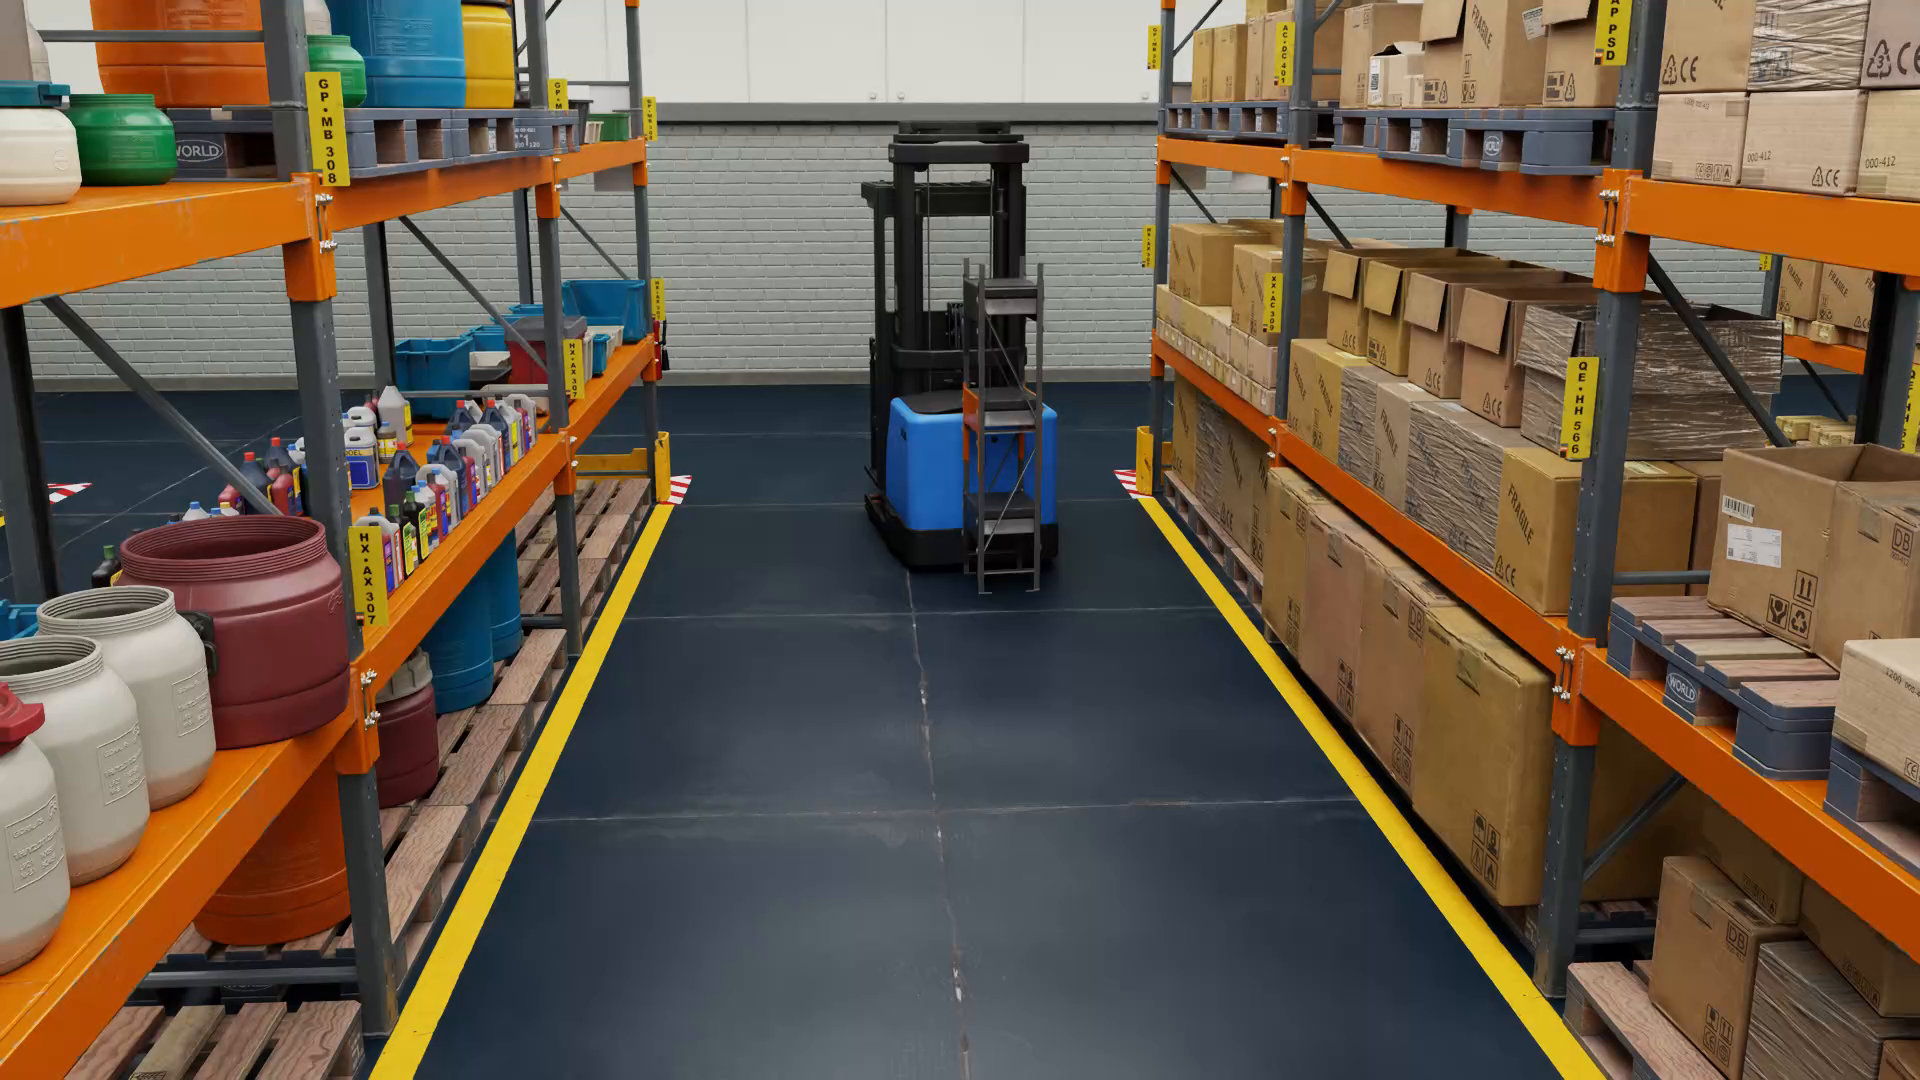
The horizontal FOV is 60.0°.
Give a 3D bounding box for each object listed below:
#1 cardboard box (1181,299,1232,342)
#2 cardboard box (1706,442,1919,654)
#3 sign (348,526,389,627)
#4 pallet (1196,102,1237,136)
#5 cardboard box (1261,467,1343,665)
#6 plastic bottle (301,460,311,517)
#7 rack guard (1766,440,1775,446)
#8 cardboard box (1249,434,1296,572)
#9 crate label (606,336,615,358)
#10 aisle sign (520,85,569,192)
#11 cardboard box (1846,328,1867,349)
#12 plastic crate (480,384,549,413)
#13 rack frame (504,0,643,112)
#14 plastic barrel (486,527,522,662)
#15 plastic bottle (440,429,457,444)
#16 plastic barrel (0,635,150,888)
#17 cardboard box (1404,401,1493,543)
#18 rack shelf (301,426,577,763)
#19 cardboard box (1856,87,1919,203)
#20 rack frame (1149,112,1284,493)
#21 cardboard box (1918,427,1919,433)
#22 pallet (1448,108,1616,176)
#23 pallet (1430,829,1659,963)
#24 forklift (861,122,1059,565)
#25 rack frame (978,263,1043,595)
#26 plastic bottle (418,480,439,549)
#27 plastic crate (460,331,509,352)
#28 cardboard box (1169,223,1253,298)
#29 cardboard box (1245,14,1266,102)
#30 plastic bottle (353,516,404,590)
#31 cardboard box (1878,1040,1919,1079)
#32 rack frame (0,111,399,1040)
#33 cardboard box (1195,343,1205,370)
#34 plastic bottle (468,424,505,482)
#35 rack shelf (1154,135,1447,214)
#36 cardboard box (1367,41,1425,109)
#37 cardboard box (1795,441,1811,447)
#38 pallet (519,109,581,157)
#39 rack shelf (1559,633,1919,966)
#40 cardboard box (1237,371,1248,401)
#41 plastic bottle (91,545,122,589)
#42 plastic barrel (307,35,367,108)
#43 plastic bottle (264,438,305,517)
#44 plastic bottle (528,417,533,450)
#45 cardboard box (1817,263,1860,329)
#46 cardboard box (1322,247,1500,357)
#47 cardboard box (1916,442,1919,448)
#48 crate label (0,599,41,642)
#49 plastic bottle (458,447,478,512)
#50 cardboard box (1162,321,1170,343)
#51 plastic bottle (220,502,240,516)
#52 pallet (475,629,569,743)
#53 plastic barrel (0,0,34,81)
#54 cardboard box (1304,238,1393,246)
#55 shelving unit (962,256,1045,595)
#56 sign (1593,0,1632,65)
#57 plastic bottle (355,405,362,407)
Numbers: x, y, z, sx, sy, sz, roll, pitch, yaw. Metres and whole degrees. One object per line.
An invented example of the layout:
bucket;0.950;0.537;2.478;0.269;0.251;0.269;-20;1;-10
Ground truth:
cardboard box;1.867;-1.554;11.752;0.500;0.250;0.500;-1;14;-5
cardboard box;2.609;0.011;4.922;0.500;0.500;0.500;-3;15;-10
sign;-1.859;0.116;5.228;0.100;0.325;0.005;-1;14;-3
pallet;2.175;-2.782;10.977;1.003;0.211;1.213;-1;14;-3
cardboard box;2.348;0.119;8.967;1.225;0.875;0.875;-1;14;-3
plastic bottle;-2.799;-0.243;7.208;0.097;0.271;0.097;0;14;0
rack guard;7.002;-0.683;13.677;1.175;0.500;0.348;-1;14;-3
cardboard box;2.327;-0.206;10.227;0.875;0.875;0.875;-1;14;-3
crate label;-2.627;-1.344;11.641;0.396;0.136;0.243;-1;14;-3
aisle sign;-3.204;-3.057;12.669;0.394;0.787;0.004;-1;14;-3
cardboard box;6.863;-1.512;12.388;0.380;0.149;0.250;0;14;-1
plastic crate;-2.542;-0.809;9.559;0.396;0.136;0.243;-1;14;-3
rack frame;-2.903;-4.690;12.194;1.000;3.000;0.127;-1;14;-3
plastic barrel;-2.639;0.159;8.757;0.600;0.901;0.708;-1;14;-3
plastic bottle;-2.369;-0.378;7.733;0.097;0.271;0.097;0;14;0
plastic barrel;-2.105;0.508;3.806;0.421;0.512;0.421;0;14;0
cardboard box;2.198;-0.292;6.940;0.500;0.500;0.500;-1;14;-5
rack shelf;-2.531;0.056;7.232;1.077;0.370;4.000;-1;14;-3
cardboard box;2.384;-0.875;3.689;0.500;0.250;0.500;-1;14;-2
rack frame;2.040;-1.861;13.239;1.000;3.000;0.127;-1;14;-3
cardboard box;7.384;-0.769;12.682;0.380;0.149;0.250;-1;14;-5
pallet;2.443;-1.392;5.775;1.213;0.211;1.003;0;14;-1
pallet;2.562;1.282;6.620;1.003;0.211;1.213;-1;14;-3
forklift;-0.119;-1.572;12.253;1.130;2.935;3.031;-3;15;-11
rack frame;0.315;-0.676;10.438;0.400;2.100;0.015;-3;15;-11
plastic bottle;-2.149;-0.104;6.669;0.097;0.271;0.097;0;14;0
plastic crate;-3.116;-1.264;11.134;0.416;0.233;0.300;-1;14;-3
cardboard box;1.831;-2.047;12.163;0.500;0.500;0.500;-1;14;-5
cardboard box;2.151;-2.946;10.194;0.700;0.500;0.500;0;14;-1
plastic bottle;-2.140;0.038;6.109;0.152;0.276;0.135;-1;14;-3
cardboard box;2.686;1.571;4.033;0.700;0.500;0.500;0;14;1
rack frame;-2.408;0.205;5.209;1.000;3.000;0.127;-1;14;-3
cardboard box;1.829;-1.263;11.420;0.380;0.149;0.250;-1;14;-5
plastic bottle;-2.254;-0.420;7.888;0.152;0.276;0.135;-1;14;-3
rack shelf;2.164;-2.468;11.021;1.077;0.370;4.000;-1;14;-3
cardboard box;2.266;-2.205;7.891;0.500;0.311;0.500;-1;14;-5
cardboard box;6.734;-0.676;12.914;0.380;0.149;0.250;-1;14;-4
pallet;-2.509;-1.957;7.973;1.213;0.211;1.003;-1;14;-3
rack shelf;2.660;0.975;3.662;1.077;0.370;4.000;-1;14;-3
cardboard box;1.910;-0.943;10.176;0.380;0.149;0.250;-1;14;-4
plastic bottle;-2.858;0.168;5.589;0.061;0.283;0.133;-1;14;-3
plastic barrel;-2.244;-1.643;5.840;0.294;0.245;0.294;0;14;0
plastic bottle;-2.917;-0.268;7.149;0.144;0.351;0.185;-1;14;-3
plastic bottle;-2.274;-0.572;8.628;0.097;0.201;0.097;0;14;0
cardboard box;6.808;-1.856;12.423;0.500;0.500;0.500;-1;14;-3
cardboard box;2.336;-1.241;8.618;0.797;0.503;0.637;-1;14;-5
cardboard box;6.821;-0.627;12.127;0.380;0.149;0.250;0;14;-1
crate label;-2.616;0.439;4.228;0.502;0.435;0.616;-1;14;-3
plastic bottle;-2.172;-0.276;7.312;0.061;0.283;0.133;-1;14;-3
cardboard box;1.750;-1.582;12.659;0.380;0.149;0.250;-1;14;-4
plastic bottle;-2.904;-0.048;6.593;0.097;0.201;0.097;0;14;0
pallet;-2.649;0.753;8.674;1.003;0.211;1.213;-1;14;-3
plastic barrel;-2.573;-1.283;3.966;0.600;0.901;0.600;0;14;0
cardboard box;2.454;-1.676;10.718;0.500;0.500;0.500;-1;14;-5
shelving unit;0.268;-0.735;10.670;0.431;2.100;0.503;-3;15;-11
sign;1.981;-1.606;5.032;0.100;0.325;0.005;-1;14;-3
plastic bottle;-3.019;-0.544;8.378;0.097;0.271;0.097;0;14;0
